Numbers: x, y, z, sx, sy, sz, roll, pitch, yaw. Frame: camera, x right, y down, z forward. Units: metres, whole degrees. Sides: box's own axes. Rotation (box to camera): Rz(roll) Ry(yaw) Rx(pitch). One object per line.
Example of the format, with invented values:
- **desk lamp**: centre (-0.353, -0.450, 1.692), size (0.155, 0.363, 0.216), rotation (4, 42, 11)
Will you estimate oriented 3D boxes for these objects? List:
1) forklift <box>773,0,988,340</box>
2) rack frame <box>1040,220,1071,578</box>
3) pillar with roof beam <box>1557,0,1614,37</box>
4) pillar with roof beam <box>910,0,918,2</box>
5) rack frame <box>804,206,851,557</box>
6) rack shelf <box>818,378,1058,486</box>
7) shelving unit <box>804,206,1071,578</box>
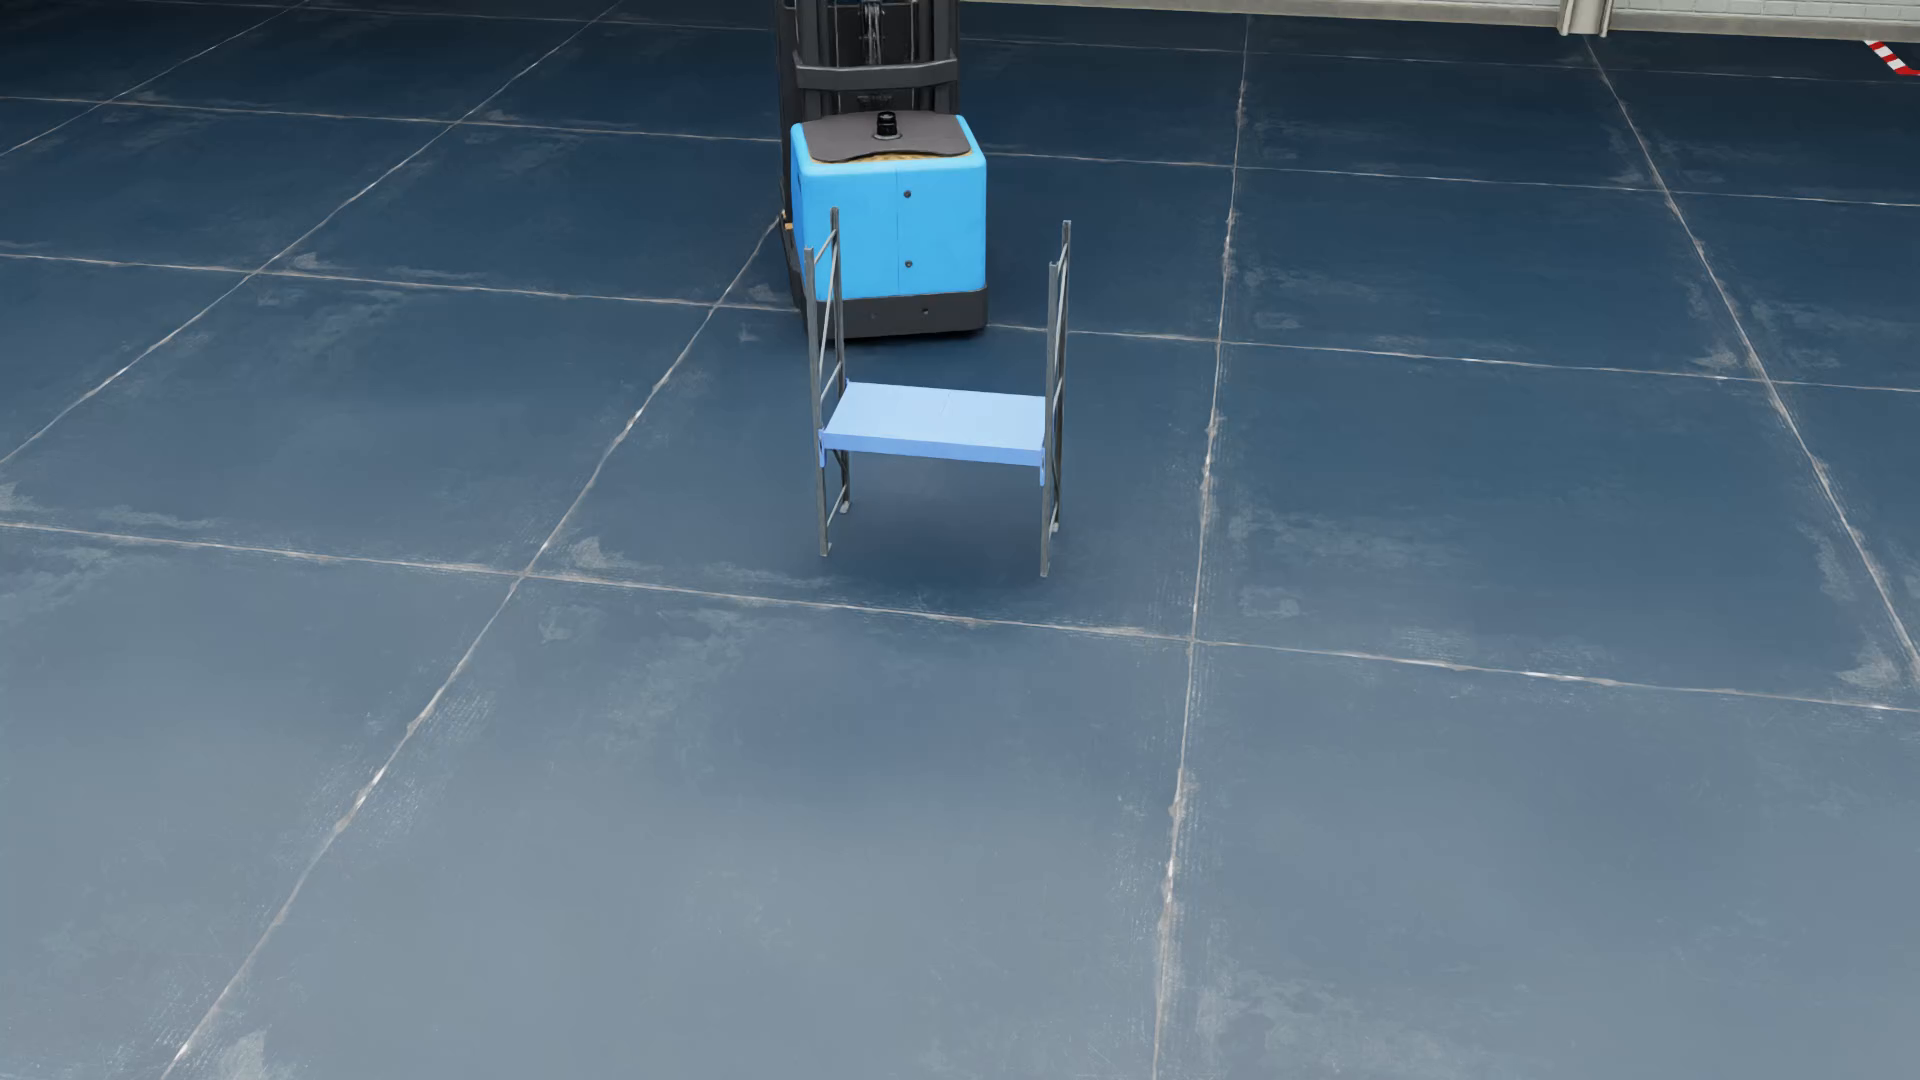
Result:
- **forklift**: centre (-0.586, -3.143, 10.009), size (1.130, 2.935, 3.031), rotation (-5, 32, -8)
- **rack frame**: centre (0.417, -0.598, 7.292), size (0.032, 1.500, 0.500), rotation (5, 32, 8)
- **pillar with roof beam**: centre (4.935, -6.195, 9.165), size (0.400, 9.000, 9.100), rotation (5, 32, 8)
- **pillar with roof beam**: centre (-0.980, -6.730, 10.021), size (0.400, 9.000, 9.100), rotation (5, 32, 8)
- **rack frame**: centre (-0.585, -0.689, 7.437), size (0.032, 1.500, 0.500), rotation (5, 32, 8)
- **rack shelf**: centre (-0.084, -0.491, 7.460), size (1.000, 0.185, 0.538), rotation (5, 32, 8)
- **shelving unit**: centre (-0.084, -0.643, 7.364), size (1.048, 1.500, 0.538), rotation (5, 32, 8)
